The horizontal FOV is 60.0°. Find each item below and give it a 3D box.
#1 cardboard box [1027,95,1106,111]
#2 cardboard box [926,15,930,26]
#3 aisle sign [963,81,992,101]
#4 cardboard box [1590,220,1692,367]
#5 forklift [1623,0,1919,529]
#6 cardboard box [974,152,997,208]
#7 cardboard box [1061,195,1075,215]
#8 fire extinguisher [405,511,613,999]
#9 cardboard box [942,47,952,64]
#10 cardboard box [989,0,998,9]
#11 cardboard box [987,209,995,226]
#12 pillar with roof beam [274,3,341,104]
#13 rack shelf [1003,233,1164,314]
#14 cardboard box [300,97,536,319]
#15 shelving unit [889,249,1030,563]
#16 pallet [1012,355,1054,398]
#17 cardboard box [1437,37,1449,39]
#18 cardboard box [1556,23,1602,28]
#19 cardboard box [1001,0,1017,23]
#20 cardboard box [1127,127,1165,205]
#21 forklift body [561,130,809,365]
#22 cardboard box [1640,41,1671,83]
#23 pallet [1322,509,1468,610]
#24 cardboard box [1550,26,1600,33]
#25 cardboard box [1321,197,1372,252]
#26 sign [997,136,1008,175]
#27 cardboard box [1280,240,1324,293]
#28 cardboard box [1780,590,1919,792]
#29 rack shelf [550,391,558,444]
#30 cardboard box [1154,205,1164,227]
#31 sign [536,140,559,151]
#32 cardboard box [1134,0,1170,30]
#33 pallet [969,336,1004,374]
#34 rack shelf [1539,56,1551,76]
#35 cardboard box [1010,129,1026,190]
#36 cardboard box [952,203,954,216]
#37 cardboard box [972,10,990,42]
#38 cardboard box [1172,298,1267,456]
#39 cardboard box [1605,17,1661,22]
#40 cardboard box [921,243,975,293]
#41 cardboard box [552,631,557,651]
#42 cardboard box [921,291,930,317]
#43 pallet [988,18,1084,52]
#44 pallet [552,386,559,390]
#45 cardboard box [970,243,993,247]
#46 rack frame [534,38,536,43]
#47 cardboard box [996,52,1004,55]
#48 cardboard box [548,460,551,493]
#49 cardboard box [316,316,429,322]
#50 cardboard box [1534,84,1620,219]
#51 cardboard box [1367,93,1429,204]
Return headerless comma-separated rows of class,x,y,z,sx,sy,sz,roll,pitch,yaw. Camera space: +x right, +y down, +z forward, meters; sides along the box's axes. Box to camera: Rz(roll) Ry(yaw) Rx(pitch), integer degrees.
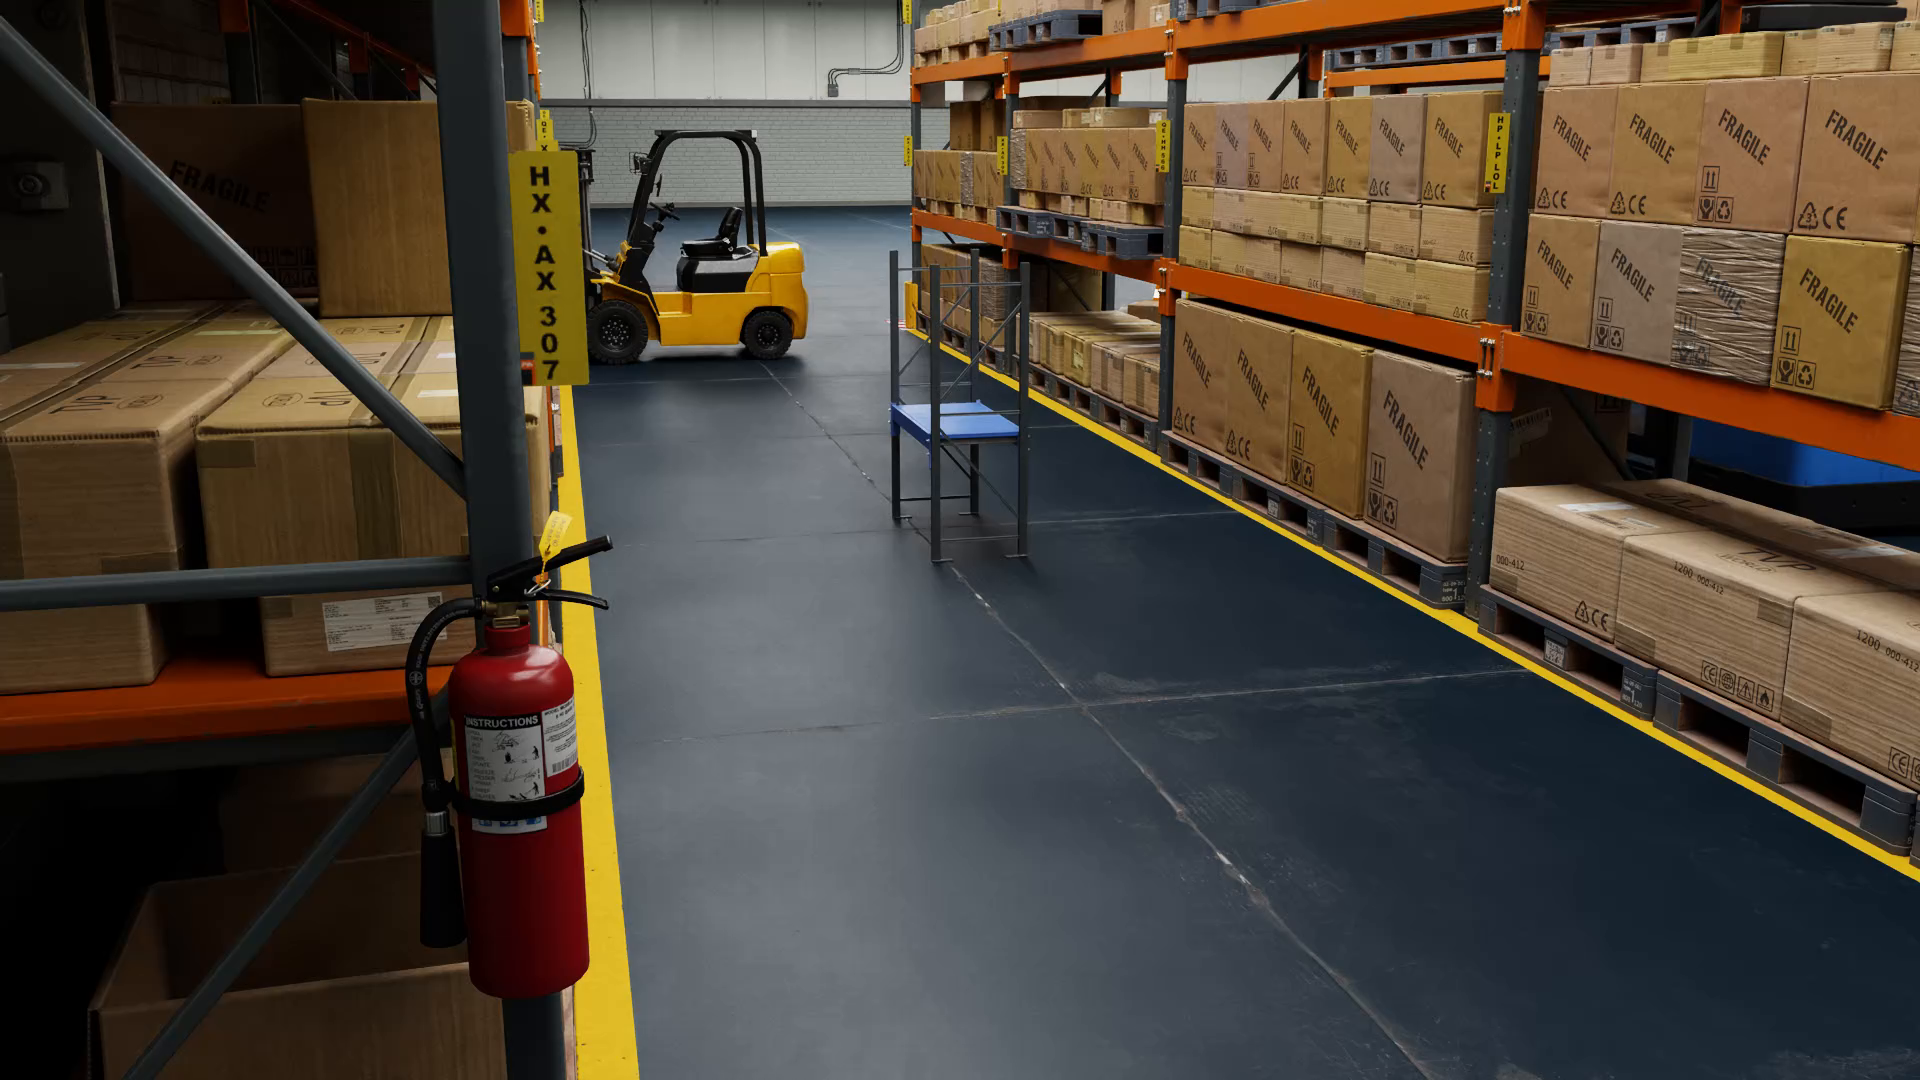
cardboard box,1.007,-3.766,15.076,0.700,0.500,0.500,-3,14,-14
cardboard box,-0.155,-5.525,17.751,0.380,0.149,0.250,-3,14,-14
aisle sign,0.227,-5.189,18.370,0.394,0.787,0.004,-3,14,-13
cardboard box,2.748,-0.937,6.232,0.500,0.500,0.500,-3,14,-13
forklift,4.585,-1.775,10.018,1.130,2.935,3.031,-3,14,-12
cardboard box,0.425,-3.373,15.577,0.500,0.500,0.500,-3,14,-11
cardboard box,1.001,-2.608,12.925,0.380,0.149,0.250,-3,14,-11
fire extinguisher,-0.623,0.300,2.329,0.296,0.674,0.183,-3,14,-13
cardboard box,0.029,-4.839,16.621,0.380,0.149,0.250,-3,14,-13
cardboard box,0.477,-4.812,14.833,0.380,0.149,0.250,-4,14,-15
cardboard box,0.462,-2.965,15.274,0.380,0.149,0.250,-3,14,-12
pillar with roof beam,0.017,-5.178,11.159,9.100,9.000,0.400,-3,14,-13
rack shelf,1.369,-2.162,12.973,1.077,0.370,4.000,-3,14,-13
cardboard box,-1.304,-0.829,4.109,0.500,0.500,0.500,-3,14,-12
shelving unit,-0.020,-0.748,8.830,0.538,1.500,1.048,-3,14,-13
pallet,1.083,-1.439,14.373,1.003,0.211,1.213,-3,14,-13
cardboard box,5.052,-5.161,16.843,0.380,0.149,0.250,-3,14,-12
cardboard box,5.586,-4.764,14.972,0.258,0.266,0.396,-4,14,-14
cardboard box,0.647,-4.404,13.745,0.500,0.250,0.500,-4,14,-15
cardboard box,1.462,-2.537,11.268,0.500,0.500,0.500,-4,14,-15
forklift body,-2.646,-2.870,16.144,2.313,2.155,1.214,-3,14,-13
cardboard box,2.777,-1.775,6.187,0.380,0.149,0.250,-3,14,-14
pallet,2.524,0.053,8.265,1.003,0.211,1.213,-3,14,-13
cardboard box,5.932,-4.963,16.034,0.380,0.149,0.250,-4,14,-14
cardboard box,2.186,-1.620,8.500,0.500,0.250,0.500,-3,14,-12
sign,0.374,-3.362,14.543,0.100,0.325,0.005,-3,14,-13
cardboard box,2.084,-1.498,9.055,0.500,0.250,0.500,-3,14,-13
cardboard box,3.242,0.478,5.162,0.875,0.438,0.875,-3,14,-12
rack shelf,-2.516,-0.962,8.060,1.077,0.370,4.000,-3,14,-13
cardboard box,1.533,-2.195,11.235,0.380,0.149,0.250,-3,14,-11
sign,-1.520,-1.303,6.115,0.100,0.325,0.005,-3,14,-13
cardboard box,1.626,-3.775,11.529,0.700,0.500,0.500,-3,14,-13
pallet,0.707,-1.772,15.733,1.003,0.211,1.213,-3,14,-13
rack shelf,6.157,-3.919,13.842,1.077,0.370,4.000,-3,14,-13
cardboard box,0.730,-3.246,14.171,0.500,0.500,0.500,-3,14,-12
cardboard box,0.124,-3.384,16.988,0.380,0.149,0.250,-3,14,-11
cardboard box,0.414,-4.705,15.235,0.500,0.250,0.500,-4,14,-14
cardboard box,1.920,-1.058,10.531,0.875,0.875,0.875,-3,14,-14
cardboard box,5.763,-4.522,14.231,0.380,0.149,0.250,-3,14,-13
cardboard box,-0.113,-2.922,17.894,0.500,0.500,0.500,-4,14,-15
cardboard box,-1.630,0.443,5.916,0.380,0.149,0.250,-4,14,-15
cardboard box,-0.120,-2.563,18.005,0.500,0.250,0.500,-3,14,-14
pallet,0.941,-4.191,13.835,1.213,0.211,1.003,-3,14,-13
pallet,-3.714,-1.173,13.285,1.003,0.211,1.213,-3,14,-13
cardboard box,0.401,-2.958,18.044,0.500,0.500,0.500,-3,14,-13
rack frame,-4.864,-6.533,16.705,1.000,3.000,0.127,-3,14,-13
cardboard box,0.528,-4.364,14.679,0.380,0.149,0.250,-3,14,-13
cardboard box,-1.171,-0.196,3.940,0.380,0.149,0.250,-4,14,-15
cardboard box,-1.333,-0.468,4.214,0.500,0.250,0.500,-4,14,-15
cardboard box,2.654,-1.539,6.587,0.500,0.500,0.500,-3,14,-13
cardboard box,2.300,-1.870,7.943,0.500,0.500,0.500,-3,14,-12
